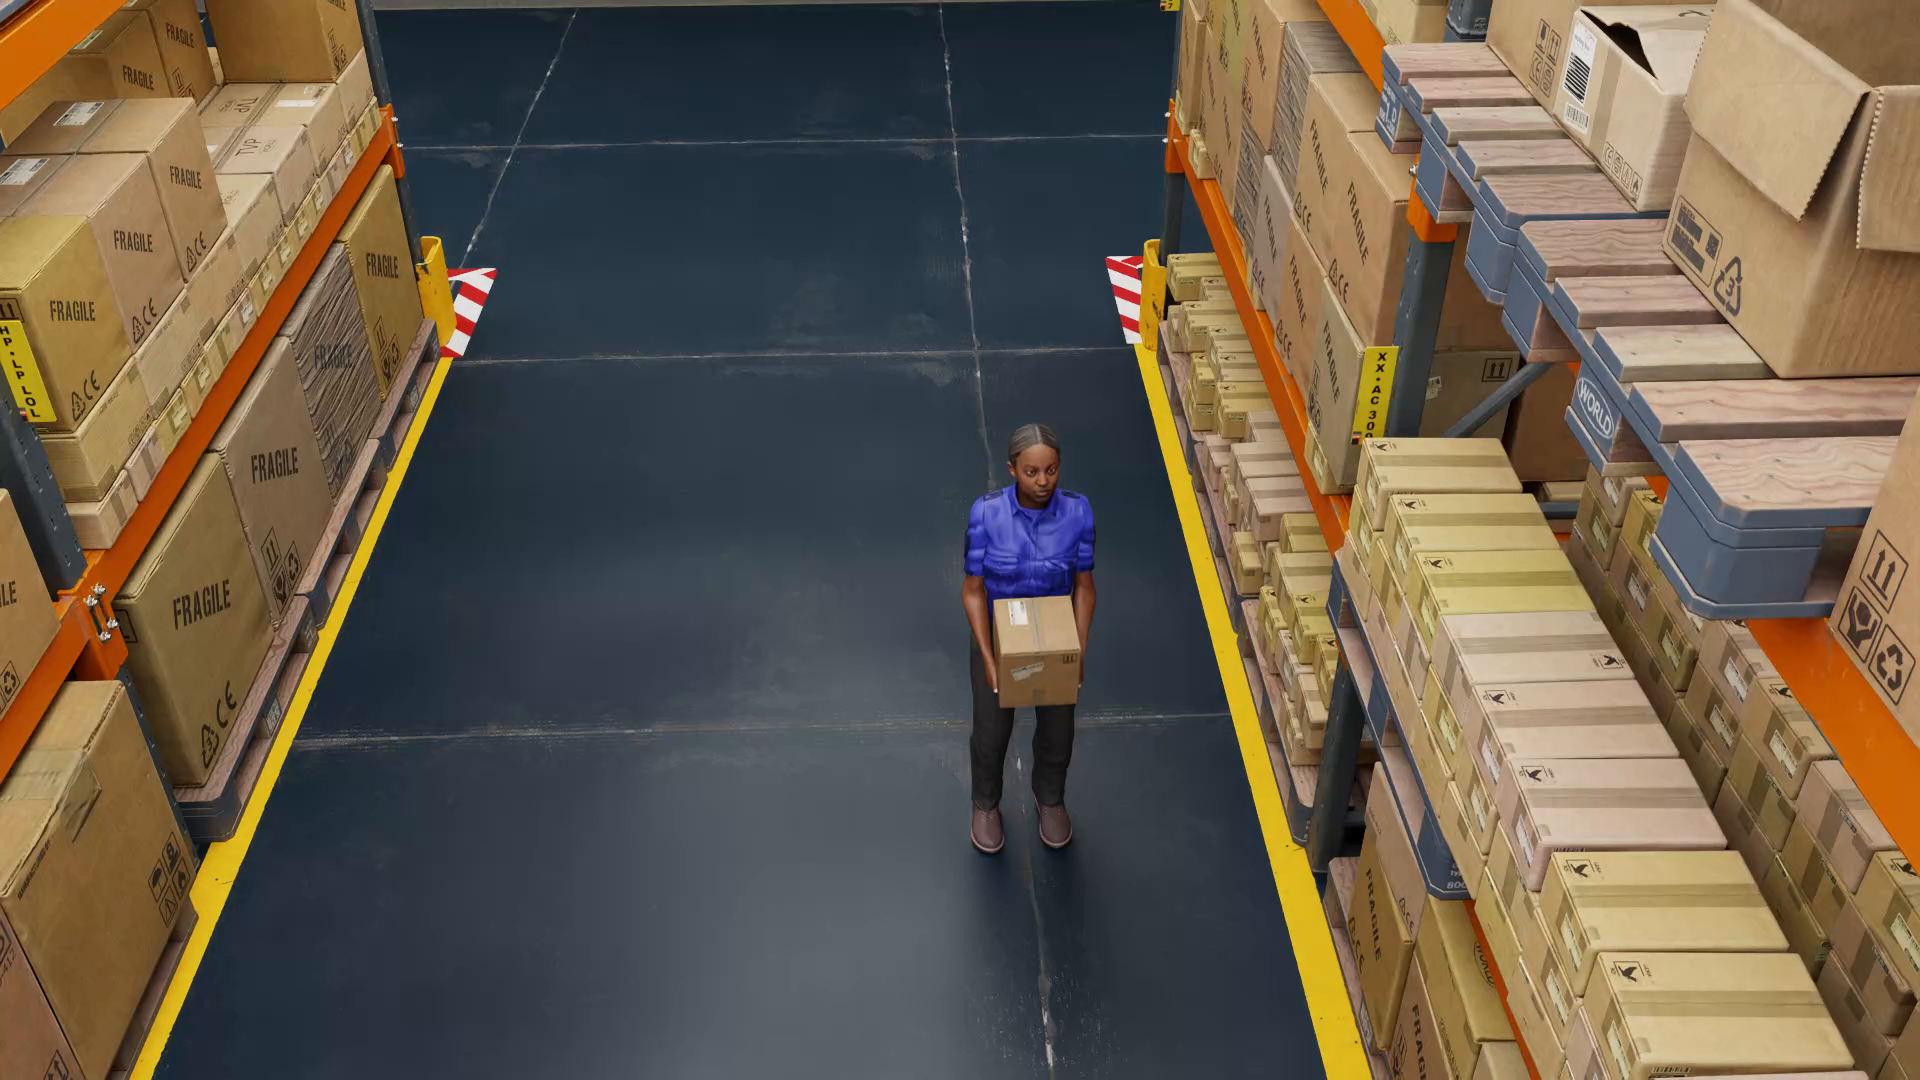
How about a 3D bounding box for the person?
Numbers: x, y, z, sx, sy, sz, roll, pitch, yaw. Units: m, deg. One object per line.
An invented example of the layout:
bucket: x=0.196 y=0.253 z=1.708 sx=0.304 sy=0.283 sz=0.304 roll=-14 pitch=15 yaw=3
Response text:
person: x=0.232 y=0.400 z=5.596 sx=0.449 sy=1.646 sz=0.519 roll=-3 pitch=36 yaw=-4
